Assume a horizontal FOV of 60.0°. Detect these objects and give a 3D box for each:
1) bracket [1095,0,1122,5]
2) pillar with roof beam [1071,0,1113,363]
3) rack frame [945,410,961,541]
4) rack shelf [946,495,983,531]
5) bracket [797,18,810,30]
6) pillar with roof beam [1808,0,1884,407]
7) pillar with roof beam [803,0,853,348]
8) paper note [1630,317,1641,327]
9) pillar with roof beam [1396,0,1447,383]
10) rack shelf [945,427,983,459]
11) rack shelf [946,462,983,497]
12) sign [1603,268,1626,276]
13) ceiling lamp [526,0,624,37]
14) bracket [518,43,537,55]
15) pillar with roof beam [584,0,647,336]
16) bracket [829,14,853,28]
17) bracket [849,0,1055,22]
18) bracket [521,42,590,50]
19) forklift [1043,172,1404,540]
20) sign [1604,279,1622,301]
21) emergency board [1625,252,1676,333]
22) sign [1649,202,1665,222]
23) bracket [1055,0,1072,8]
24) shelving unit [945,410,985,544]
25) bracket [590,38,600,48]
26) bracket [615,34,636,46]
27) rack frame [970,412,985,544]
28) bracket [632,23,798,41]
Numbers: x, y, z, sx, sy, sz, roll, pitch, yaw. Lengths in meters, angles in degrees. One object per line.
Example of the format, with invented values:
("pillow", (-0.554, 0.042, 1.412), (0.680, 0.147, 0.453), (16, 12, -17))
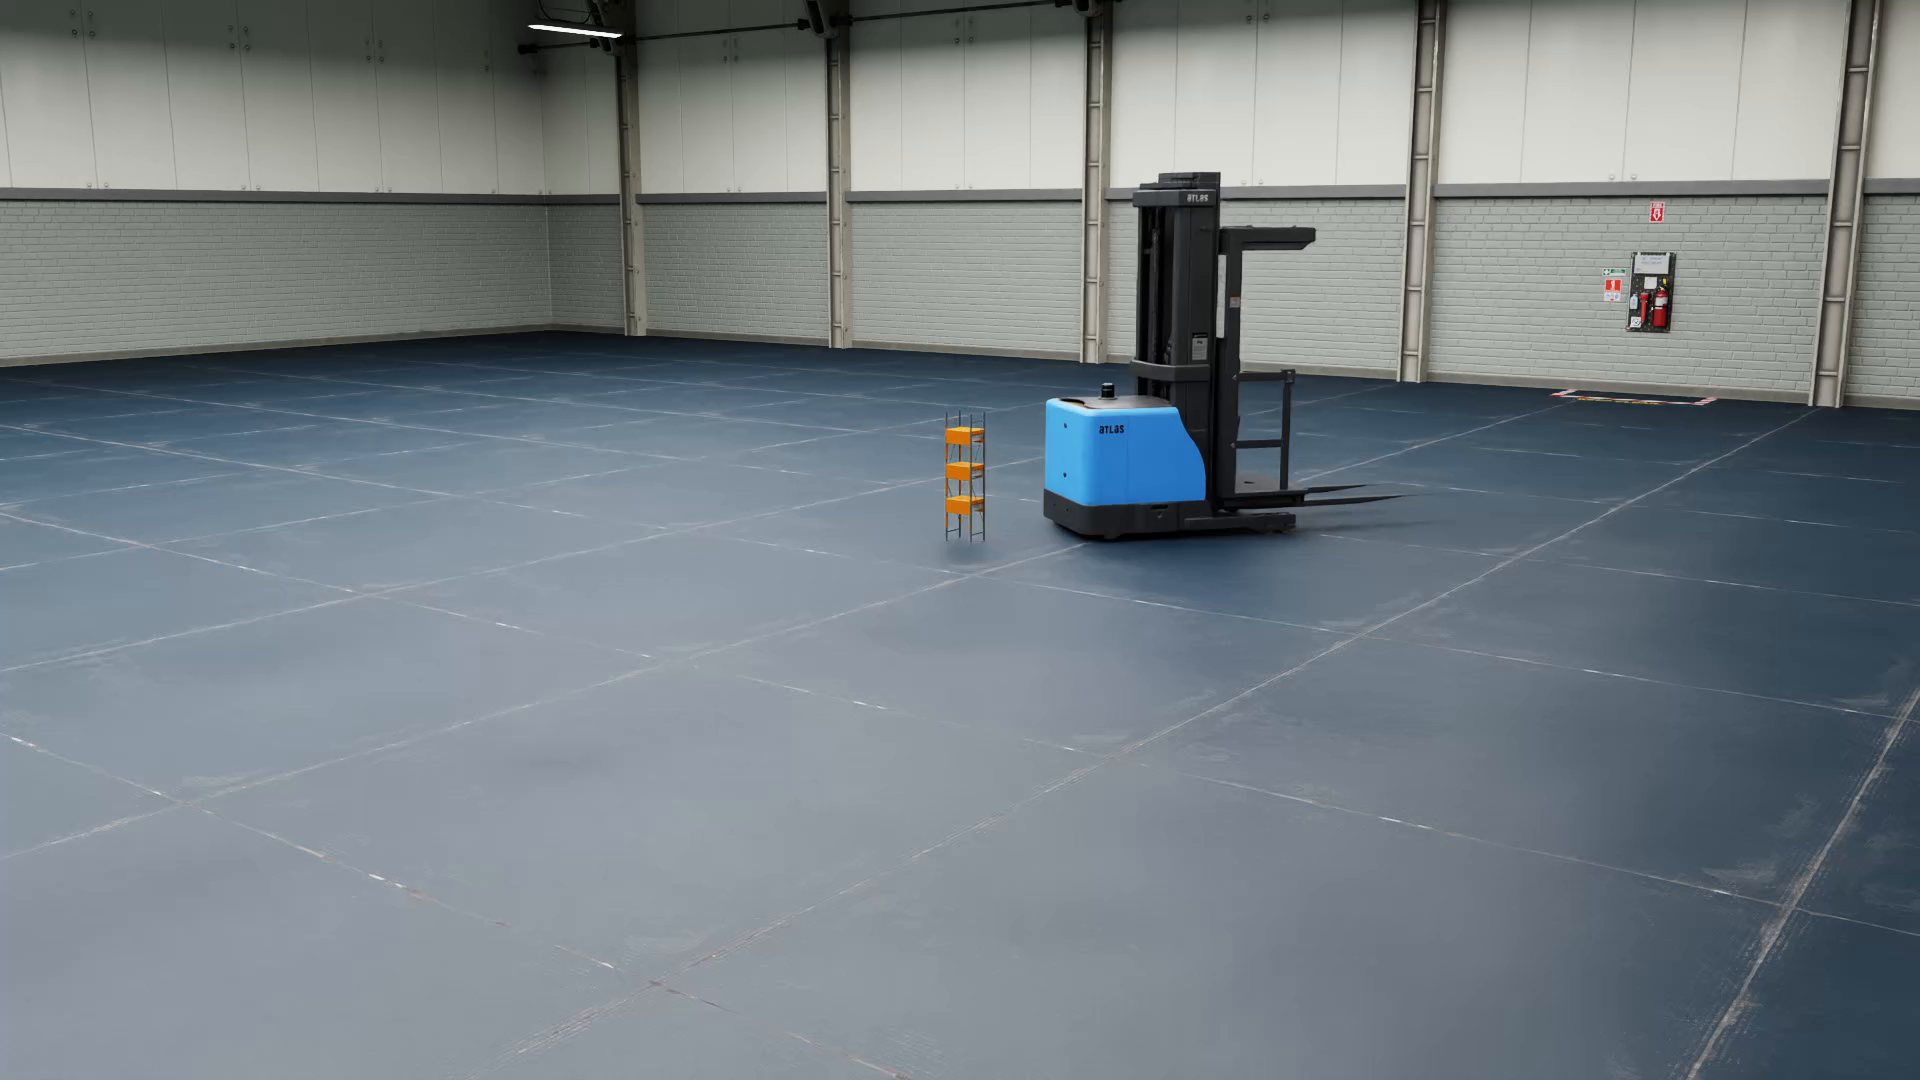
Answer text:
("bracket", (2.549, -9.312, 28.495), (0.430, 0.232, 0.235), (8, 13, 36))
("pillar with roof beam", (-0.123, -6.987, 25.952), (0.548, 9.000, 9.100), (8, 13, 36))
("rack frame", (-0.055, -0.523, 13.470), (0.008, 1.050, 0.200), (8, 13, 36))
("rack shelf", (0.043, -0.226, 13.454), (0.240, 0.259, 0.215), (8, 13, 36))
("bracket", (-2.956, -10.080, 32.464), (0.430, 0.232, 0.235), (8, 13, 36))
("pillar with roof beam", (9.549, -5.638, 18.978), (0.400, 9.000, 9.100), (8, 13, 36))
("pillar with roof beam", (-4.959, -7.661, 29.439), (0.548, 9.000, 9.100), (8, 13, 36))
("paper note", (10.026, -3.233, 24.662), (0.142, 0.148, 0.016), (8, 13, 36))
("pillar with roof beam", (4.713, -6.312, 22.465), (0.400, 9.000, 9.100), (8, 13, 36))
("rack shelf", (0.043, -0.778, 13.347), (0.240, 0.259, 0.215), (8, 13, 36))
("rack shelf", (0.043, -0.499, 13.401), (0.240, 0.259, 0.215), (8, 13, 36))
("sign", (9.741, -3.989, 24.761), (0.331, 0.109, 0.001), (8, 13, 36))
("ceiling lamp", (-7.069, -10.667, 29.607), (0.800, 3.185, 2.000), (8, 13, 36))
("bracket", (-9.702, -11.021, 37.328), (0.430, 0.232, 0.235), (8, 13, 36))
("pillar with roof beam", (-9.796, -8.336, 32.926), (0.548, 9.000, 9.100), (8, 13, 36))
("bracket", (-2.287, -9.986, 31.981), (0.430, 0.232, 0.235), (8, 13, 36))
("bracket", (-0.210, -9.697, 30.484), (4.783, 0.066, 0.076), (8, 13, 36))
("bracket", (-9.226, -10.954, 36.985), (3.189, 0.066, 0.076), (8, 13, 36))
("forklift", (2.289, -1.580, 13.979), (3.031, 2.935, 1.130), (-3, 11, -17))
("sign", (9.743, -3.730, 24.821), (0.234, 0.329, 0.001), (8, 13, 36))
("emergency board", (10.128, -3.635, 24.421), (0.643, 1.169, 0.194), (8, 13, 36))
("sign", (10.180, -4.789, 24.284), (0.199, 0.298, 0.001), (8, 13, 36))
("bracket", (1.880, -9.405, 28.977), (0.430, 0.232, 0.235), (8, 13, 36))
("shelving unit", (0.043, -0.509, 13.399), (0.252, 1.050, 0.215), (8, 13, 36))
("bracket", (-7.792, -10.754, 35.951), (0.430, 0.232, 0.235), (8, 13, 36))
("bracket", (-7.123, -10.661, 35.468), (0.430, 0.232, 0.235), (8, 13, 36))
("rack frame", (0.141, -0.496, 13.328), (0.008, 1.050, 0.200), (8, 13, 36))
("bracket", (-5.046, -10.371, 33.971), (4.783, 0.066, 0.076), (8, 13, 36))
